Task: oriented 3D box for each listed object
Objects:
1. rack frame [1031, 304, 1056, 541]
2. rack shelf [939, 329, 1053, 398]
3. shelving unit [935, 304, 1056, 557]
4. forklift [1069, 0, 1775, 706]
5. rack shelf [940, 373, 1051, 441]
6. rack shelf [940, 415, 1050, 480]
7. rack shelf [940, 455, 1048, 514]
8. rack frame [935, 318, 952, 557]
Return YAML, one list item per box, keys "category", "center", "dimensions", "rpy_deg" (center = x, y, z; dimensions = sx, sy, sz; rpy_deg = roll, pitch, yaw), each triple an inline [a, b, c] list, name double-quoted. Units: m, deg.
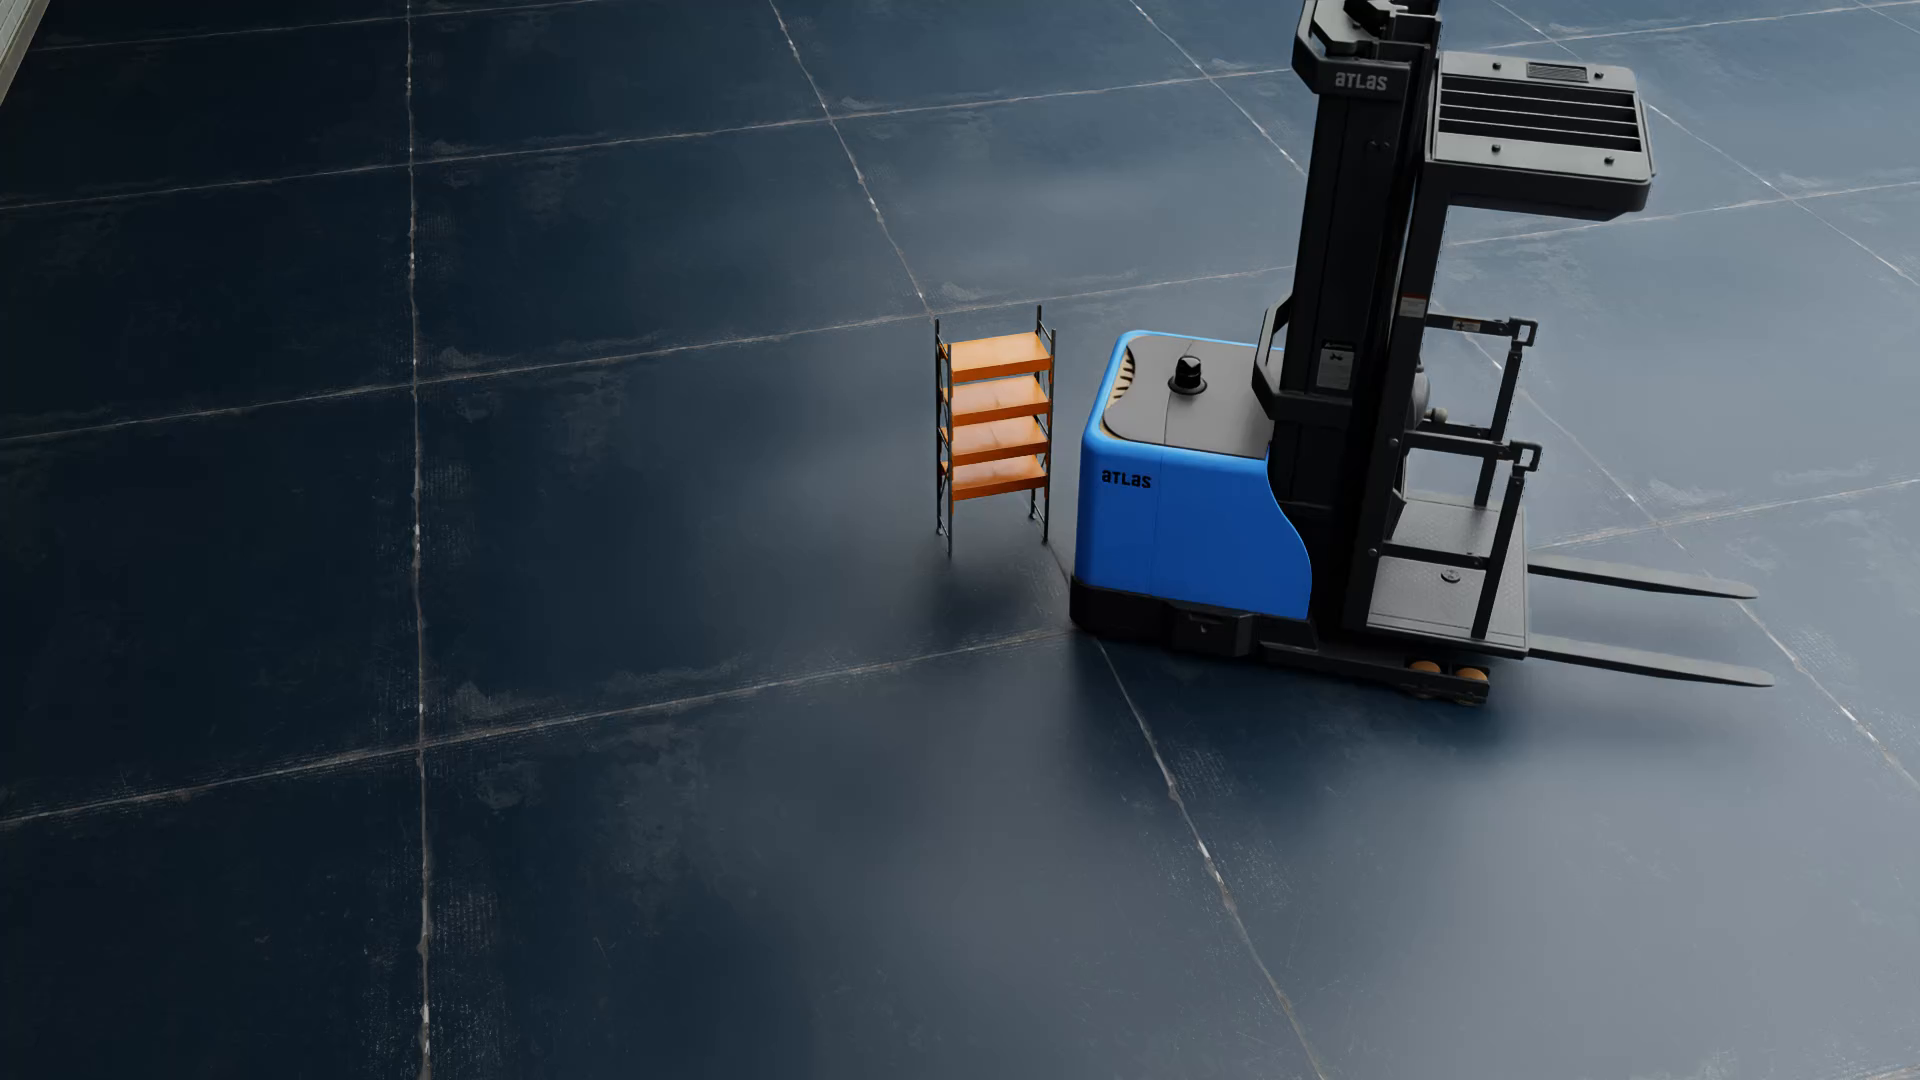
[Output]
- category: "rack frame"
  center: [0.395, -0.541, 7.950]
  dimensions: [0.015, 1.200, 0.240]
  rpy_deg: [-9, 38, -12]
- category: "rack shelf"
  center: [0.160, -0.815, 7.660]
  dimensions: [0.480, 0.148, 0.258]
  rpy_deg: [-9, 38, -12]
- category: "shelving unit"
  center: [0.160, -0.503, 7.899]
  dimensions: [0.503, 1.200, 0.258]
  rpy_deg: [-9, 38, -12]
- category: "forklift"
  center: [2.078, -0.798, 6.860]
  dimensions: [3.031, 2.935, 1.130]
  rpy_deg: [9, 38, 11]
- category: "rack shelf"
  center: [0.160, -0.627, 7.804]
  dimensions: [0.480, 0.148, 0.258]
  rpy_deg: [-9, 38, -12]
- category: "rack shelf"
  center: [0.160, -0.449, 7.940]
  dimensions: [0.480, 0.148, 0.258]
  rpy_deg: [-9, 38, -12]
- category: "rack shelf"
  center: [0.160, -0.292, 8.061]
  dimensions: [0.480, 0.148, 0.258]
  rpy_deg: [-9, 38, -12]
- category: "rack frame"
  center: [-0.076, -0.464, 7.849]
  dimensions: [0.015, 1.200, 0.240]
  rpy_deg: [-9, 38, -12]
